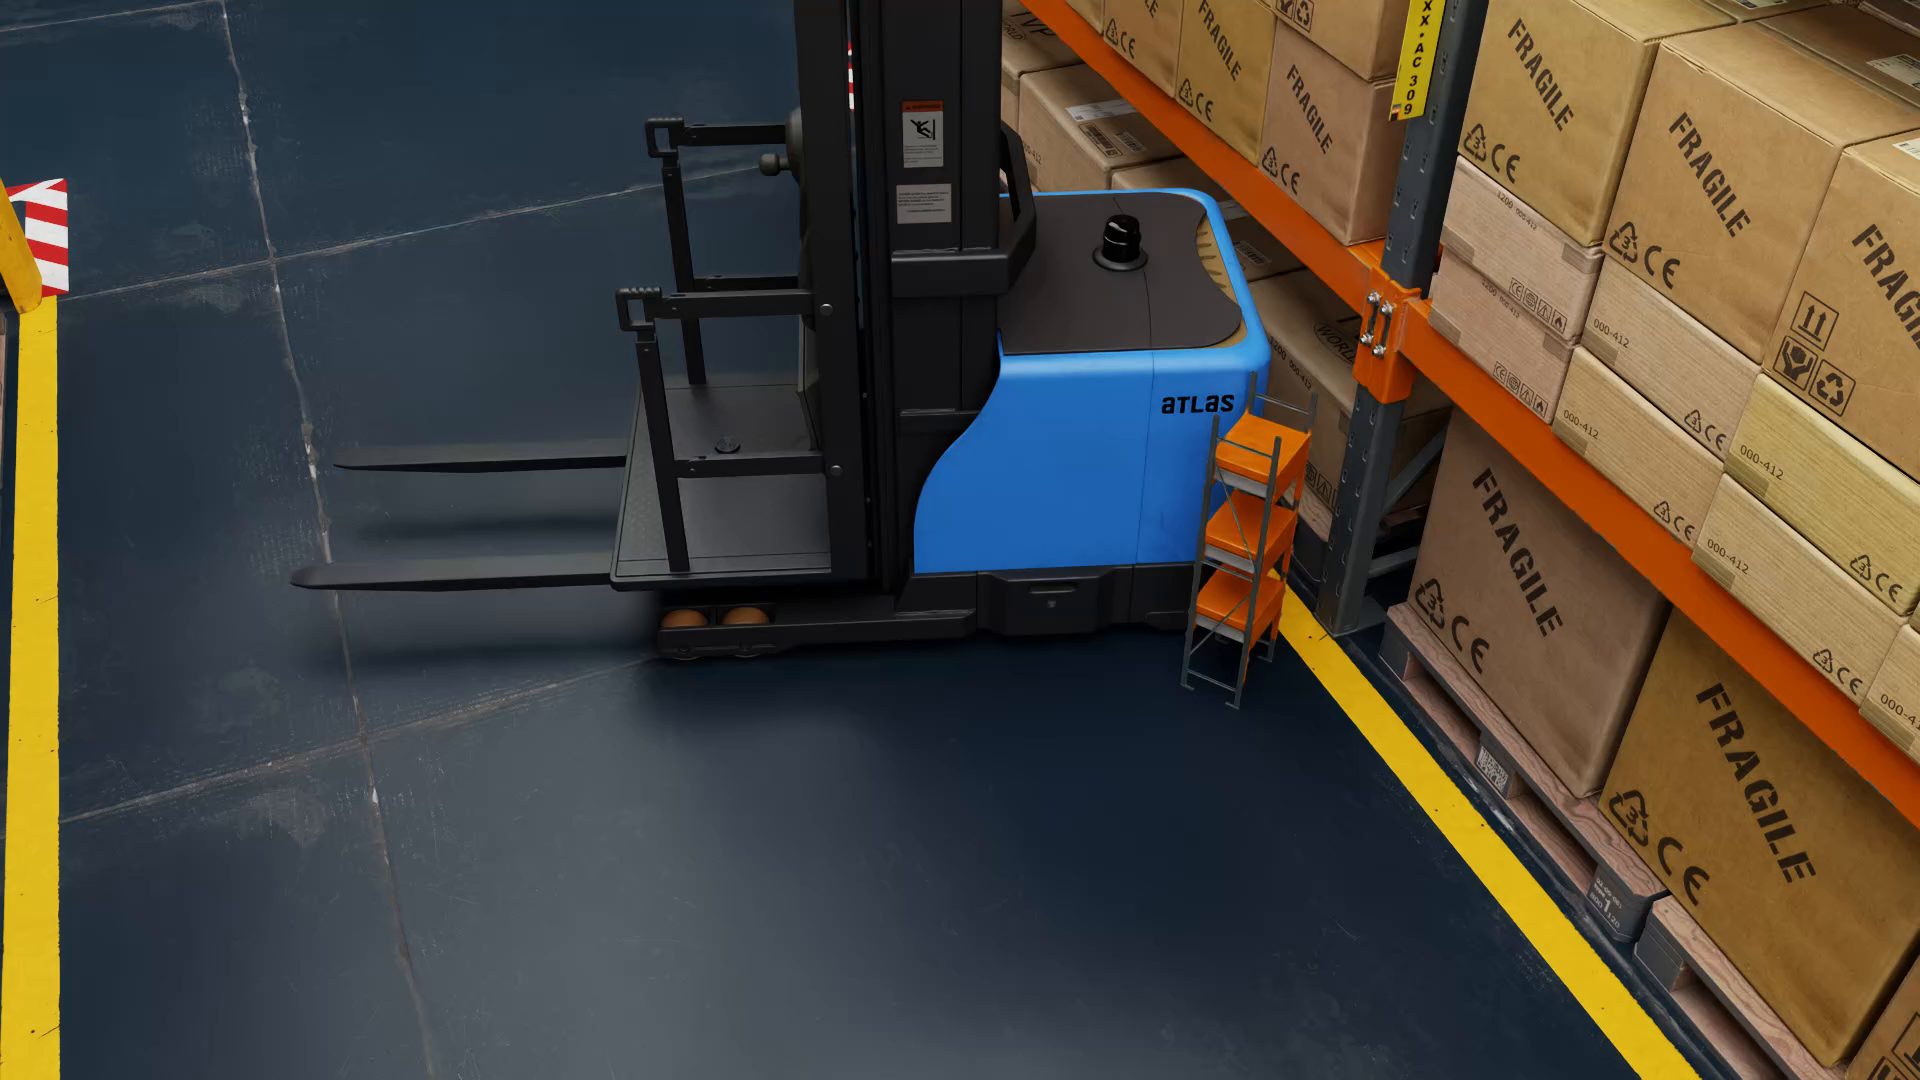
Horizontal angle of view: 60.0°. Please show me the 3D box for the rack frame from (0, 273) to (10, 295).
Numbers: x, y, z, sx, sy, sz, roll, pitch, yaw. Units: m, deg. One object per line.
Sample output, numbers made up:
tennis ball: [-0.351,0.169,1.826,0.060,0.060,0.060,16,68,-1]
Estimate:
rack frame: [-4.422,-2.089,5.879,1.000,3.000,0.127,-15,43,-17]

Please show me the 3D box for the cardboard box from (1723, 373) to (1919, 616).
cardboard box: [1.945,-0.155,3.361,0.500,0.250,0.500,-15,43,-16]

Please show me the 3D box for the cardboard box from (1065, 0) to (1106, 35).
cardboard box: [0.636,-2.156,5.879,0.500,0.500,0.500,-14,43,-15]

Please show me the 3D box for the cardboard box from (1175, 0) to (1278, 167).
cardboard box: [1.028,-1.537,5.160,0.500,0.500,0.500,-16,43,-18]

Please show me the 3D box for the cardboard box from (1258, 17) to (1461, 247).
cardboard box: [1.230,-1.229,4.801,0.500,0.500,0.500,-15,43,-16]

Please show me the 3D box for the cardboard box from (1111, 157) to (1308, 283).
cardboard box: [1.159,-1.107,6.380,0.875,0.438,0.875,-16,43,-18]

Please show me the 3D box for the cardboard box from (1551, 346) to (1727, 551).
cardboard box: [1.767,-0.276,3.885,0.500,0.250,0.500,-16,43,-18]

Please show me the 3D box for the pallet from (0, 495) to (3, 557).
pallet: [-3.652,0.246,5.302,1.003,0.211,1.213,-15,43,-17]

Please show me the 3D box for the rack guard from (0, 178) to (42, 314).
rack guard: [-4.393,-1.095,6.640,1.175,0.500,0.348,-15,43,-17]

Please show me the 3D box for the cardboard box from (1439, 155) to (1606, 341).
cardboard box: [1.551,-0.772,4.079,0.500,0.250,0.500,-16,43,-18]

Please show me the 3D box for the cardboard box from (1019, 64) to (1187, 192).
cardboard box: [0.816,-1.651,7.012,0.875,0.438,0.875,-14,43,-16]

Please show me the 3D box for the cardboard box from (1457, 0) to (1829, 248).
cardboard box: [1.546,-1.055,3.833,0.500,0.500,0.500,-15,43,-16]

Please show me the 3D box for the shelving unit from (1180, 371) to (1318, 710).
shelving unit: [0.843,0.023,4.917,0.215,1.050,0.252,23,46,24]

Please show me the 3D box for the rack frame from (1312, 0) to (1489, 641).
rack frame: [1.643,-0.975,4.583,1.000,3.000,0.127,-15,43,-17]

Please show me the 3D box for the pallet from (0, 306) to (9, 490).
pallet: [-4.114,-0.488,6.155,1.003,0.211,1.213,-15,43,-17]

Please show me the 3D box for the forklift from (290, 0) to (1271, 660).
forklift: [-0.627,-1.085,4.764,3.031,2.935,1.130,-2,41,-3]

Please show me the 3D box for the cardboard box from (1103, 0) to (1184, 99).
cardboard box: [0.822,-1.836,5.508,0.500,0.500,0.500,-16,43,-17]

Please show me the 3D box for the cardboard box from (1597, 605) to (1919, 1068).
cardboard box: [2.307,0.567,4.098,0.875,0.875,0.875,-14,43,-16]

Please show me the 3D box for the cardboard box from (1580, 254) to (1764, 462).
cardboard box: [1.777,-0.465,3.722,0.500,0.250,0.500,-14,43,-16]

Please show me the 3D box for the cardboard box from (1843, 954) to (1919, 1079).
cardboard box: [2.649,1.106,3.471,0.875,0.875,0.875,-15,43,-16]

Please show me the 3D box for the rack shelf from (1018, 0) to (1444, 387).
rack shelf: [0.878,-1.907,6.219,1.077,0.370,4.000,-15,43,-17]

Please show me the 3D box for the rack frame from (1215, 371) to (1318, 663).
rack frame: [0.909,-0.044,4.995,0.200,1.050,0.008,23,46,24]

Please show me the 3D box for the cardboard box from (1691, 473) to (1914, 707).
cardboard box: [1.949,0.037,3.522,0.500,0.250,0.500,-15,43,-17]

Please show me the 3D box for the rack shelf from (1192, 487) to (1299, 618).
rack shelf: [0.843,0.032,4.924,0.215,0.259,0.240,23,46,24]

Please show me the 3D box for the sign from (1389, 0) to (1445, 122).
sign: [1.131,-1.194,4.113,0.100,0.325,0.005,-15,43,-17]

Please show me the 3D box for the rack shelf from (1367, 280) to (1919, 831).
rack shelf: [2.409,0.502,3.417,1.077,0.370,4.000,-15,43,-17]

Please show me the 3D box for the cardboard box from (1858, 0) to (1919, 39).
cardboard box: [2.251,-0.876,3.624,0.500,0.500,0.500,-14,43,-16]

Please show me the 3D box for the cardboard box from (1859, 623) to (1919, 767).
cardboard box: [2.131,0.340,3.169,0.500,0.250,0.500,-16,43,-18]

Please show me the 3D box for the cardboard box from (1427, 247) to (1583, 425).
cardboard box: [1.568,-0.587,4.247,0.500,0.250,0.500,-16,43,-18]

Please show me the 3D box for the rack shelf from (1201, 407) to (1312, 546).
rack shelf: [0.843,-0.184,4.739,0.215,0.259,0.240,23,46,24]

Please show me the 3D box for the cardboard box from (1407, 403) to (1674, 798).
cardboard box: [1.955,0.025,4.728,0.875,0.875,0.875,-14,43,-16]

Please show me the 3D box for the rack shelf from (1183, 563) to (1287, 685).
rack shelf: [0.843,0.242,5.106,0.215,0.259,0.240,23,46,24]

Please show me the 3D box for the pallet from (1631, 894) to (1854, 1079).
pallet: [2.479,1.264,4.118,1.003,0.211,1.213,-15,43,-17]

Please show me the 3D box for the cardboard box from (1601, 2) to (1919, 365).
cardboard box: [1.766,-0.756,3.485,0.500,0.500,0.500,-15,43,-17]

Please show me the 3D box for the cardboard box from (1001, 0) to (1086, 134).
cardboard box: [0.458,-2.200,7.651,0.875,0.438,0.875,-17,43,-18]

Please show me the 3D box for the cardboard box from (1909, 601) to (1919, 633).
cardboard box: [2.141,0.149,3.007,0.500,0.250,0.500,-16,43,-18]

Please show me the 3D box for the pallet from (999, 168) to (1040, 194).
pallet: [0.491,-1.865,7.757,1.003,0.211,1.213,-15,43,-17]

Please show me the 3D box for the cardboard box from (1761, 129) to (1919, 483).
cardboard box: [1.956,-0.453,3.133,0.500,0.500,0.500,-16,43,-18]

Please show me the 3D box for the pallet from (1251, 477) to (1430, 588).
pallet: [1.425,-0.395,6.048,1.003,0.211,1.213,-15,43,-17]

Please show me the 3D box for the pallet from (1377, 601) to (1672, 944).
pallet: [2.008,0.528,4.974,1.003,0.211,1.213,-15,43,-17]

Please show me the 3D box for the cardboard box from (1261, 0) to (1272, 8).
cardboard box: [1.021,-1.915,4.833,0.500,0.500,0.500,-16,43,-17]

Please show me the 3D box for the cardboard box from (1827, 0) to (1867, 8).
cardboard box: [2.046,-1.186,3.985,0.500,0.500,0.500,-14,43,-15]

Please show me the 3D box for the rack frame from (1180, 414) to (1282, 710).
rack frame: [0.778,0.091,4.840,0.200,1.050,0.008,23,46,24]

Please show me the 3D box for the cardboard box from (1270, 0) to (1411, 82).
cardboard box: [1.208,-1.607,4.475,0.500,0.500,0.500,-15,43,-17]

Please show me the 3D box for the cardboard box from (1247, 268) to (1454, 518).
cardboard box: [1.502,-0.568,5.753,0.875,0.438,0.875,-16,43,-17]
